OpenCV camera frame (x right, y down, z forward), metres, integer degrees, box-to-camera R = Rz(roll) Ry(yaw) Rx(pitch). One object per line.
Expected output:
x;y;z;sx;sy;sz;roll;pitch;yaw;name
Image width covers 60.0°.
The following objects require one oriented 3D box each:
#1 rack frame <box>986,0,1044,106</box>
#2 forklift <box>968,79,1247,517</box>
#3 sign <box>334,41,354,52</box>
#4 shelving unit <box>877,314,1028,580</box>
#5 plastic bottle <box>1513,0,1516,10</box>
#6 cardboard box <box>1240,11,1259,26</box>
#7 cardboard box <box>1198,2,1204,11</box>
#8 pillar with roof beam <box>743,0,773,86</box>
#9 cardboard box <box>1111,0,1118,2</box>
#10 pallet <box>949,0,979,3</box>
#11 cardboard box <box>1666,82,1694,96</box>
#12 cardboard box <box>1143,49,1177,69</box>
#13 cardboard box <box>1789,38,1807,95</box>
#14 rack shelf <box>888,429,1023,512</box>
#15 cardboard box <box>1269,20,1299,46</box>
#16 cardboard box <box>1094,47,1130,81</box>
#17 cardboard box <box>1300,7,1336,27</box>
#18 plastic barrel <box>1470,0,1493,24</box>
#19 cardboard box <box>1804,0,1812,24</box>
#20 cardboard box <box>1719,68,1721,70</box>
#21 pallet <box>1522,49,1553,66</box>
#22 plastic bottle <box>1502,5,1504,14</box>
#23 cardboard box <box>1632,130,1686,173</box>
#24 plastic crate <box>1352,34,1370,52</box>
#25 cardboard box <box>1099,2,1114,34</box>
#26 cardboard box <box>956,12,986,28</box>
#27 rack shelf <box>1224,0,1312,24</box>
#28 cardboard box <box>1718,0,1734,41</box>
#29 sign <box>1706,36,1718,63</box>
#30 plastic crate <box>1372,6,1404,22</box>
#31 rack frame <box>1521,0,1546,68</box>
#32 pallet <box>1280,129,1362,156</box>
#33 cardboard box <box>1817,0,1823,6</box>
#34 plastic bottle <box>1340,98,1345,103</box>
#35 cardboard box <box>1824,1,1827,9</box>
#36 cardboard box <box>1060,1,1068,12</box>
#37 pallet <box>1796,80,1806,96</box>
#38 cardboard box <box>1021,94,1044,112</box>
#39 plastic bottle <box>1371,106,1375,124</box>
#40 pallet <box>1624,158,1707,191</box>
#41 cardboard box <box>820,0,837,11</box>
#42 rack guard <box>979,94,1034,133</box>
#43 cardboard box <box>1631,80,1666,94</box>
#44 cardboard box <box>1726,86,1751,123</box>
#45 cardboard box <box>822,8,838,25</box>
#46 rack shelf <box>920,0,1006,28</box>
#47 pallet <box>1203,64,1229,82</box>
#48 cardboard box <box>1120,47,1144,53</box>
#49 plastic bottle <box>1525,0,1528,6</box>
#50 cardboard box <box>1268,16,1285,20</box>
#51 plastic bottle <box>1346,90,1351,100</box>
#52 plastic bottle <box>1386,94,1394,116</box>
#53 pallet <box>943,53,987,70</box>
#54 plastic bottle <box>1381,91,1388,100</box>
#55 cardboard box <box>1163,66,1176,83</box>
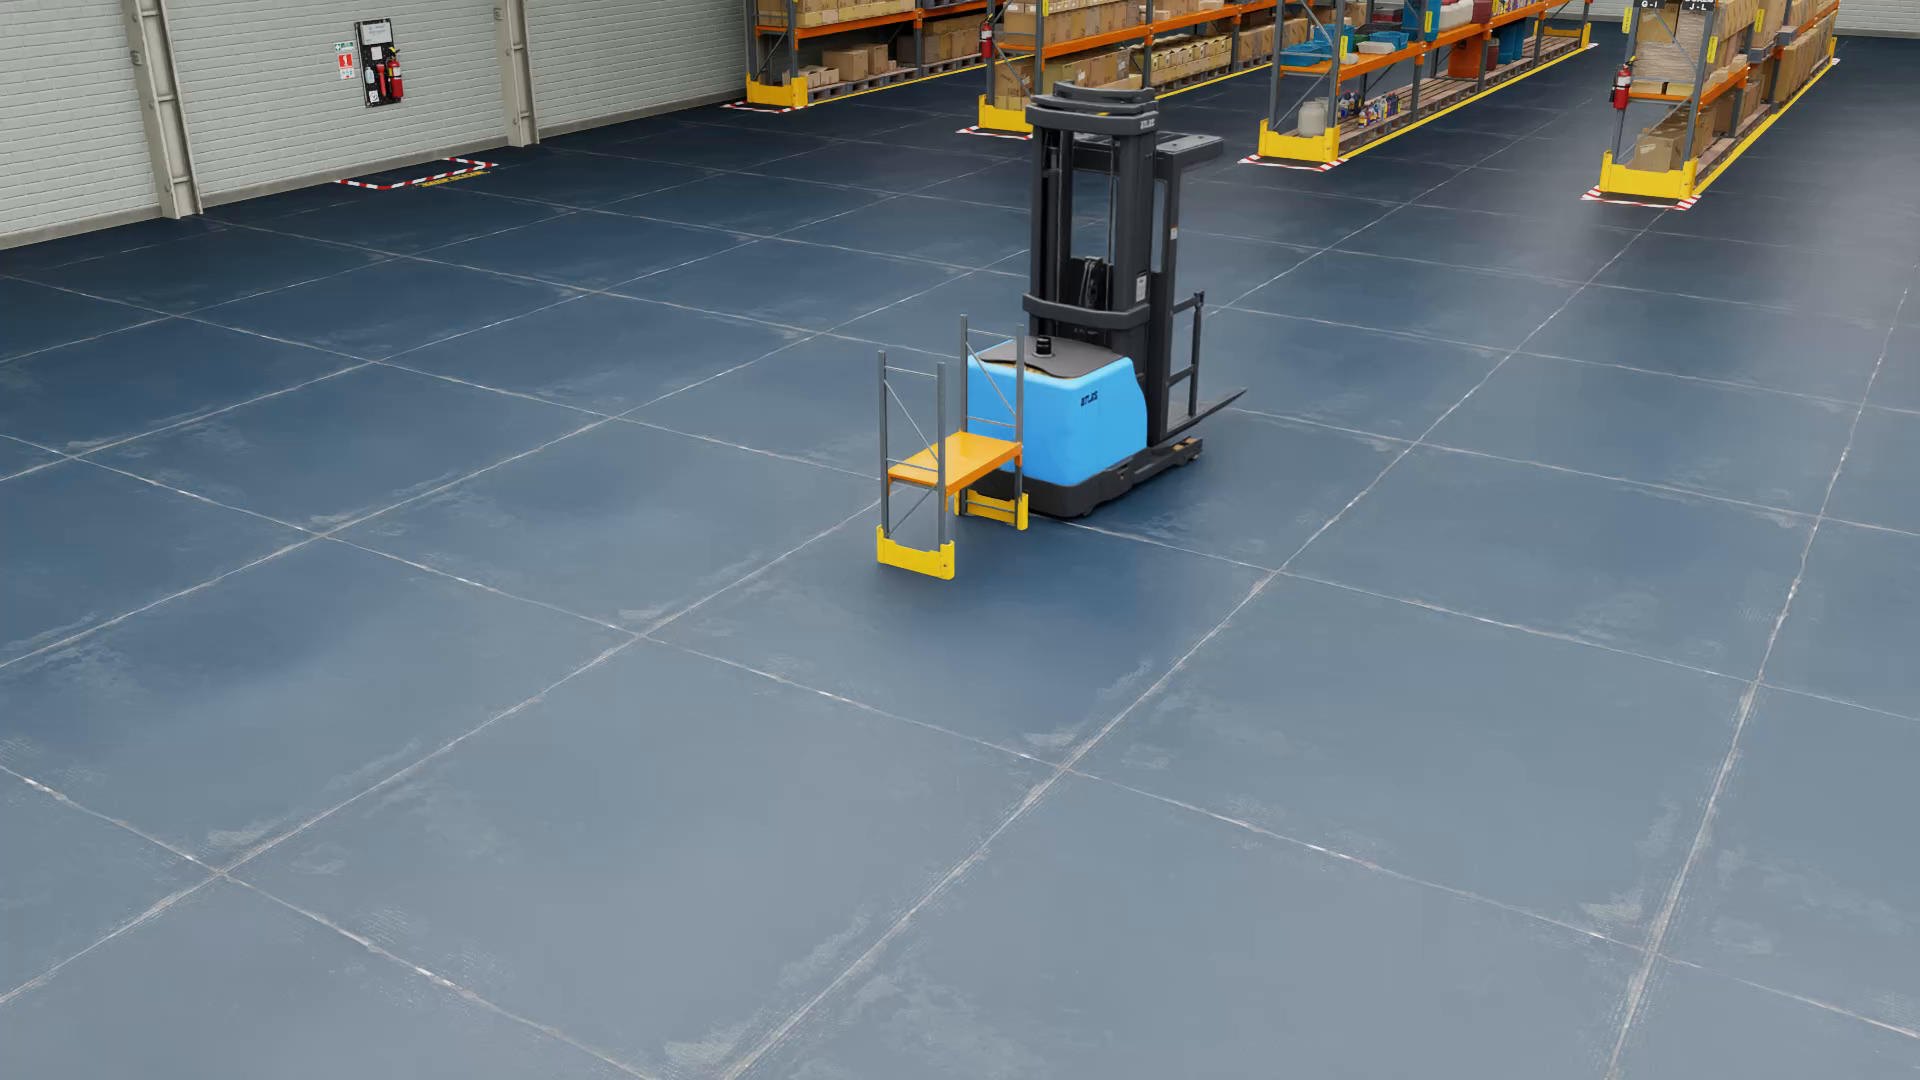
0.888;-8.163;26.829;1.000;3.000;0.127;14;27;29;rack frame
1.276;-2.031;12.753;1.130;2.935;3.031;17;28;33;forklift
-8.558;-6.860;23.109;0.001;0.109;0.331;14;27;29;sign
-0.040;-0.663;11.393;0.587;1.500;1.083;14;27;29;shelving unit
10.636;-10.400;32.060;0.144;0.351;0.185;14;27;29;plastic bottle
5.964;-10.992;35.015;0.500;0.250;0.500;13;27;28;cardboard box
4.483;-10.305;32.095;0.380;0.149;0.250;16;28;33;cardboard box
-0.031;-11.468;26.913;9.100;9.000;0.400;14;27;29;pillar with roof beam
2.498;-9.376;28.691;0.380;0.149;0.250;14;27;29;cardboard box
-0.112;-11.135;33.937;1.003;0.211;1.213;14;27;29;pallet
9.655;-6.016;22.188;0.380;0.149;0.250;14;27;29;cardboard box
3.696;-8.956;30.889;0.500;0.311;0.500;14;27;28;cardboard box
14.380;-8.531;29.826;1.225;0.875;0.875;14;27;29;cardboard box
-0.045;-0.494;11.457;0.538;0.185;1.000;14;27;29;rack shelf
6.933;-10.876;35.690;0.500;0.500;0.500;14;27;29;cardboard box
2.665;-8.419;29.410;0.500;0.500;0.500;14;27;29;cardboard box
8.205;-11.904;38.061;0.797;0.503;0.637;14;27;29;cardboard box
9.327;-9.666;30.130;0.600;0.536;0.708;14;27;29;plastic barrel
15.081;-9.623;30.077;0.500;0.500;0.500;14;27;28;cardboard box
10.548;-6.614;23.569;0.380;0.149;0.250;14;27;29;cardboard box
11.779;-10.150;34.930;1.003;0.211;1.213;14;27;29;pallet
10.216;-10.045;31.428;0.097;0.201;0.097;0;23;0;plastic bottle
9.646;-5.338;22.923;0.500;0.500;0.500;20;30;38;cardboard box
6.248;-7.977;26.668;0.450;0.188;0.662;14;27;29;plastic crate
2.229;-9.059;28.776;0.700;0.500;0.500;14;27;30;cardboard box
0.208;-10.865;34.721;0.500;0.250;0.500;14;27;30;cardboard box
6.163;-11.207;34.769;1.077;0.370;4.000;14;27;29;rack shelf
10.093;-7.022;22.437;0.500;0.500;0.500;14;27;29;cardboard box
9.763;-6.369;21.597;0.100;0.325;0.005;14;27;29;sign
7.200;-8.730;28.060;0.402;0.464;0.583;14;27;29;plastic crate
11.424;-11.173;33.784;1.000;3.000;0.127;14;27;29;rack frame
5.527;-6.152;25.696;1.003;0.211;1.213;14;27;29;pallet
16.102;-10.307;31.597;0.500;0.250;0.500;13;27;28;cardboard box
6.281;-7.116;27.294;0.097;0.271;0.097;0;23;0;plastic bottle
16.620;-10.403;32.322;0.380;0.149;0.250;13;27;28;cardboard box
1.548;-8.767;27.283;0.380;0.149;0.250;14;27;29;cardboard box
15.289;-8.580;31.303;1.003;0.211;1.213;14;27;29;pallet
1.360;-7.228;27.603;0.500;0.250;0.500;14;27;29;cardboard box
6.549;-6.769;26.491;0.097;0.271;0.097;0;23;0;plastic bottle
9.801;-5.098;23.261;1.003;0.211;1.213;14;27;29;pallet
-2.546;-9.747;29.709;0.500;0.500;0.500;14;27;29;cardboard box
0.875;-7.007;27.307;1.175;0.500;0.348;14;27;29;rack guard
9.277;-6.109;22.403;0.380;0.149;0.250;14;27;29;cardboard box
12.317;-7.039;26.826;0.700;0.500;0.500;11;26;24;cardboard box
-2.533;-9.416;29.889;0.500;0.250;0.500;13;27;27;cardboard box
-0.157;-10.894;34.045;1.077;0.370;4.000;14;27;29;rack shelf
4.641;-9.313;32.998;1.003;0.211;1.213;14;27;29;pallet
3.237;-9.074;31.163;0.500;0.311;0.500;15;27;30;cardboard box
11.120;-10.710;32.775;0.144;0.351;0.185;14;27;29;plastic bottle
6.756;-11.155;36.335;0.500;0.500;0.500;13;26;27;cardboard box
6.426;-7.274;27.558;0.144;0.351;0.185;15;27;30;plastic bottle
7.008;-7.117;27.195;0.144;0.351;0.185;12;26;26;plastic bottle
-0.160;-9.946;34.460;1.003;0.211;1.213;14;27;29;pallet
6.987;-7.212;27.414;0.144;0.351;0.185;14;27;29;plastic bottle
3.692;-8.700;31.003;0.500;0.250;0.500;15;27;30;cardboard box
